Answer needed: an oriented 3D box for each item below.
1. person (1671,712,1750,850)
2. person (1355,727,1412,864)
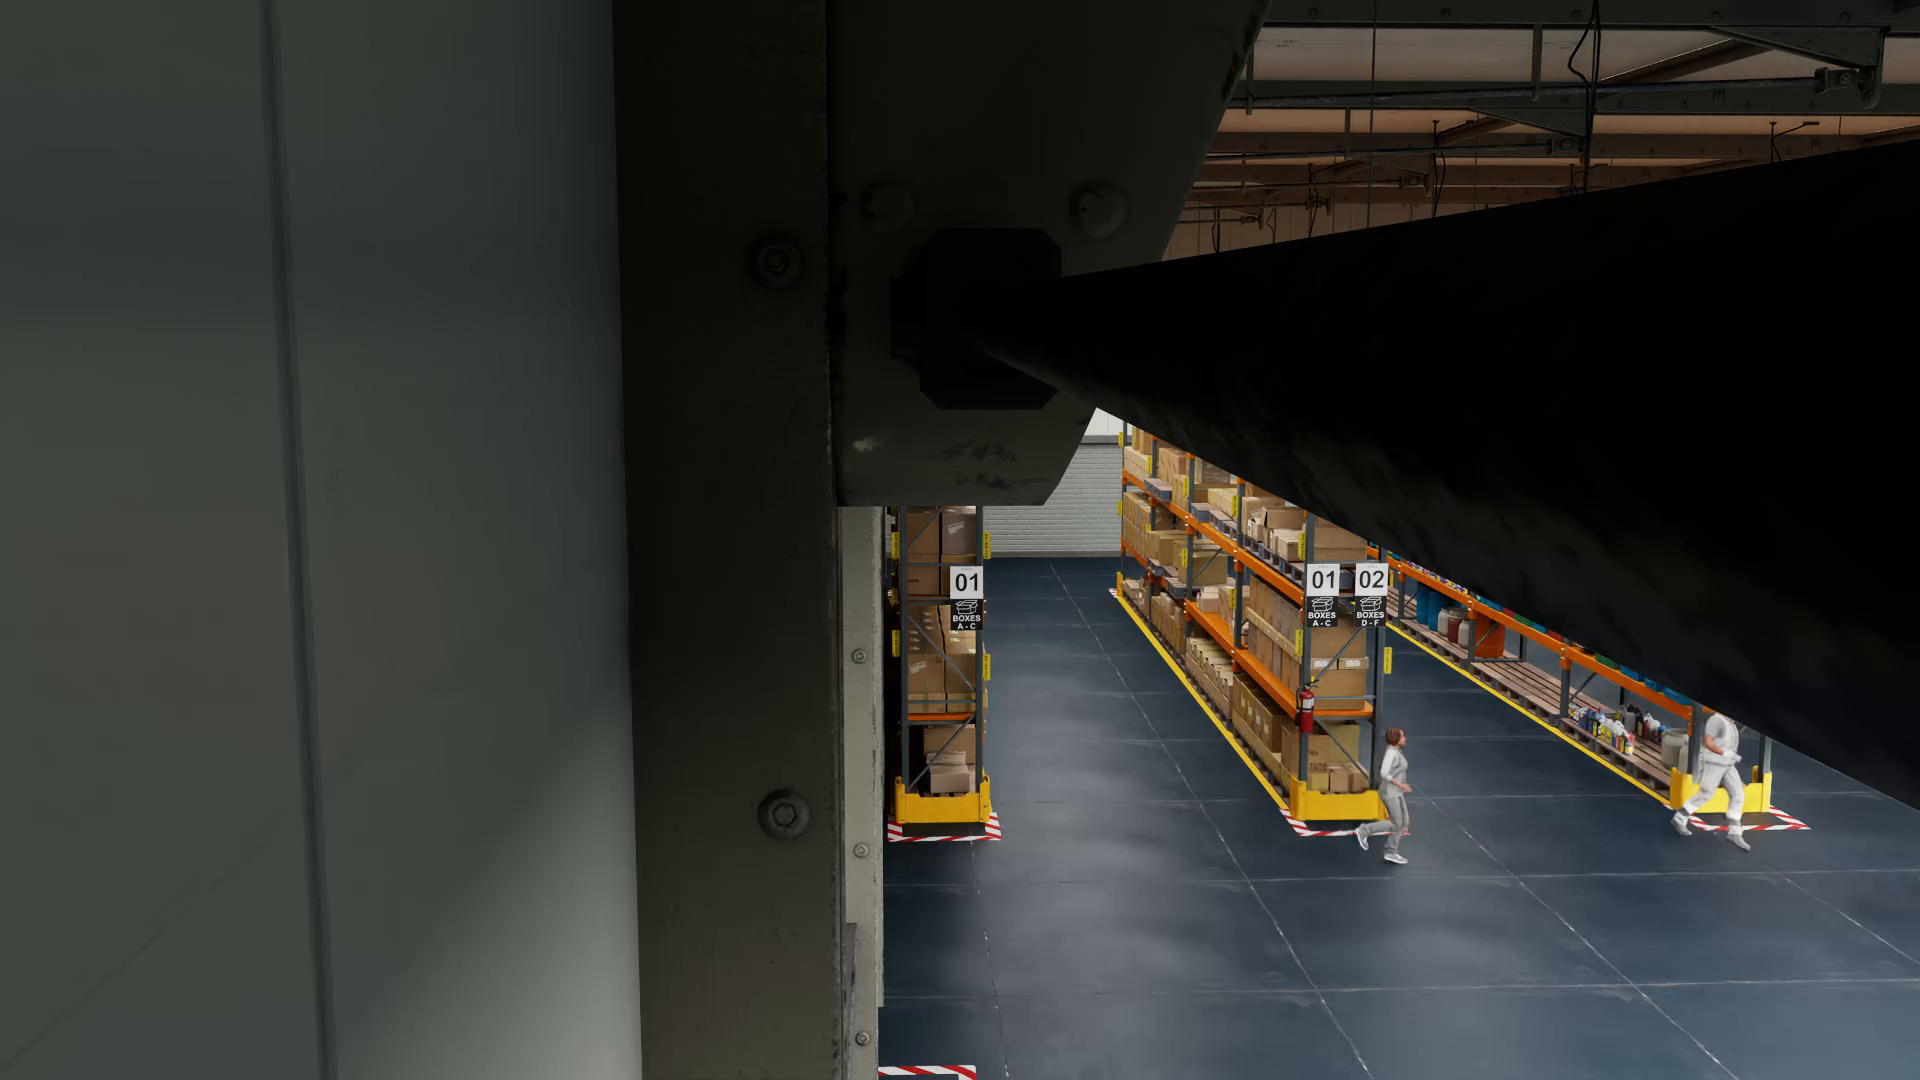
[{"bbox_3d":[9.039,2.687,19.739,0.724,1.792,0.891,-7,11,-41],"label":"person"},{"bbox_3d":[4.895,2.948,19.100,0.622,1.470,0.542,4,9,24],"label":"person"}]
